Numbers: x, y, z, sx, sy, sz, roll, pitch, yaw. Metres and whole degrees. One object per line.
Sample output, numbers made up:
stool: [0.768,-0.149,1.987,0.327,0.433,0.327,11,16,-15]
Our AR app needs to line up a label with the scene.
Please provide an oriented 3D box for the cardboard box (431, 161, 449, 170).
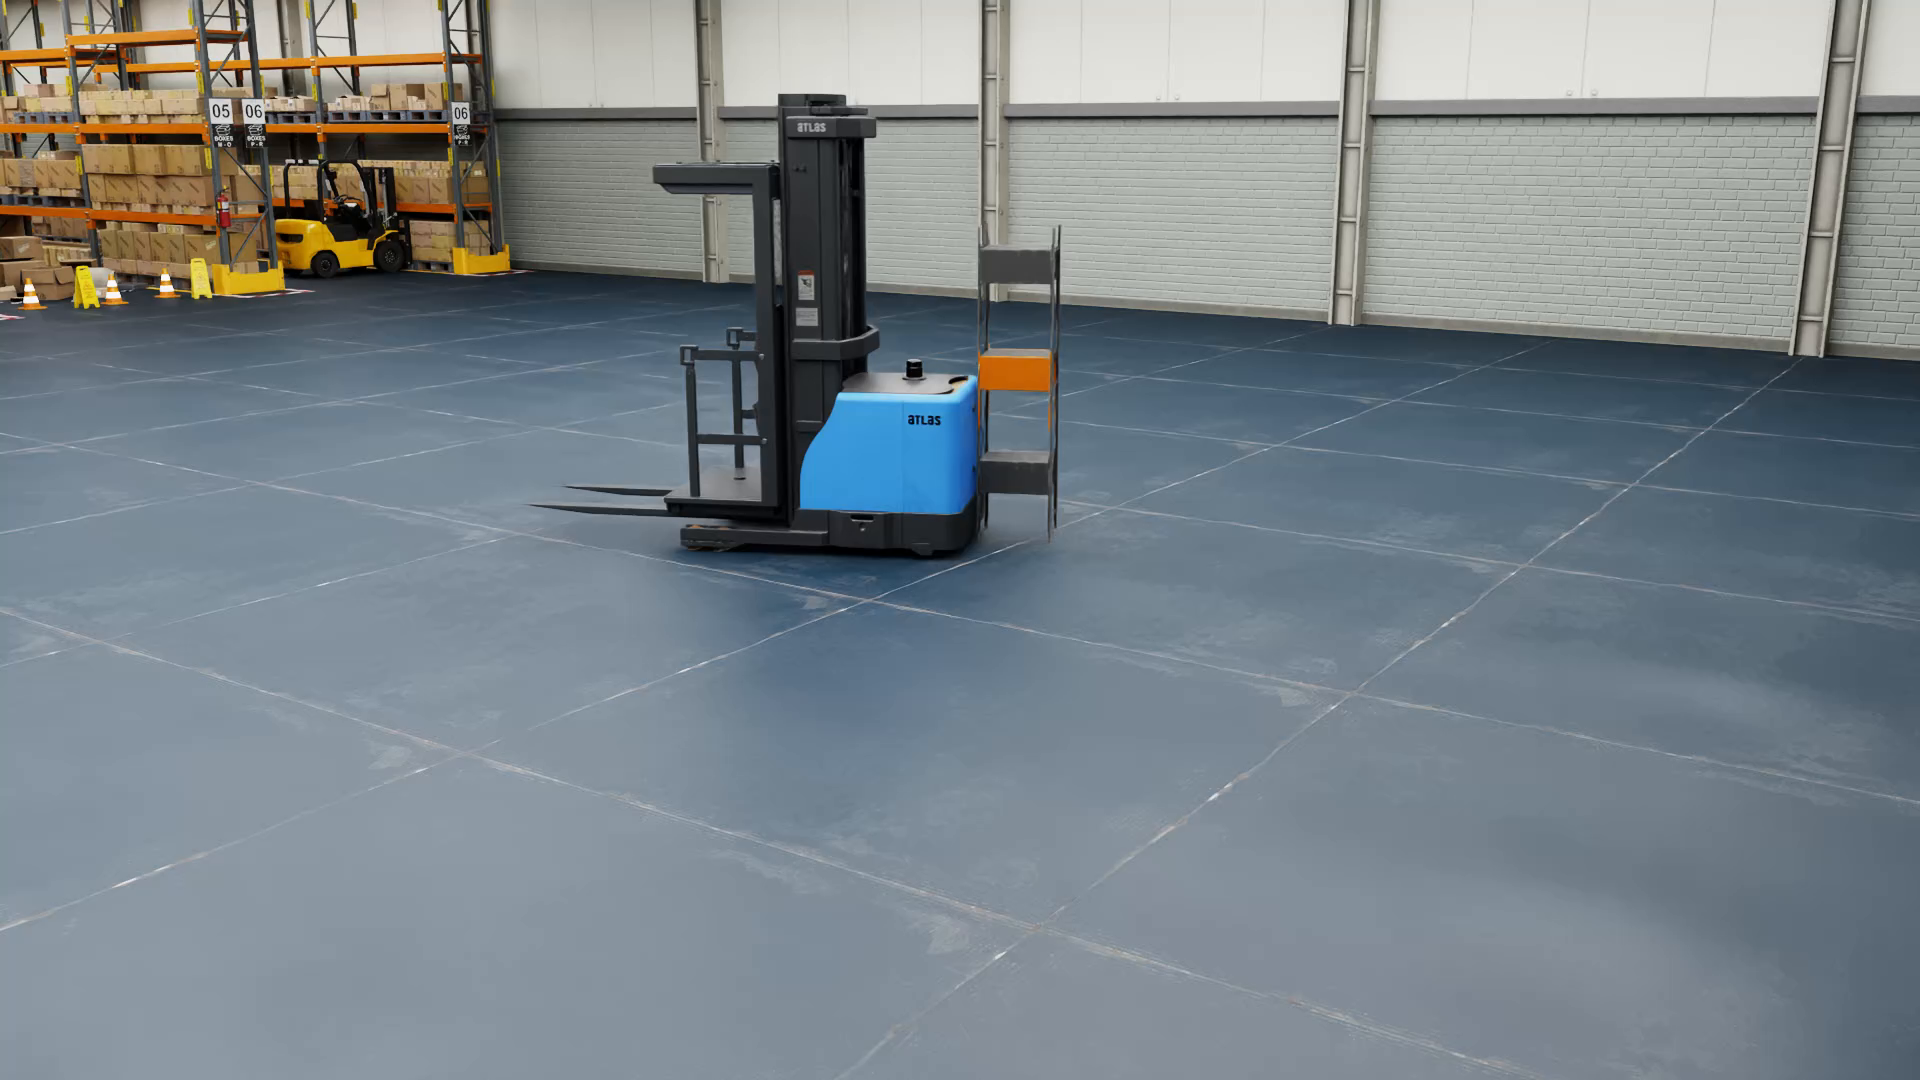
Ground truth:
cardboard box: [-9.981,-7.236,32.135,0.250,0.149,0.380,9,17,33]

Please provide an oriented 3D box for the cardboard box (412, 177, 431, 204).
cardboard box: [-10.324,-6.829,32.460,0.500,0.500,0.500,10,17,35]

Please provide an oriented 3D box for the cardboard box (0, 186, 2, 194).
cardboard box: [-18.166,-6.689,31.750,0.250,0.149,0.380,8,16,29]

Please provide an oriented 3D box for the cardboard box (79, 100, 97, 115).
cardboard box: [-15.218,-7.656,29.458,0.500,0.250,0.500,9,16,32]

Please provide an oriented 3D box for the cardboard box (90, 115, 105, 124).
cardboard box: [-15.124,-7.438,29.409,0.250,0.149,0.380,9,17,33]

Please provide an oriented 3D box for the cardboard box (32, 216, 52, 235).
cardboard box: [-22.166,-7.732,40.638,0.637,0.503,0.797,8,16,31]

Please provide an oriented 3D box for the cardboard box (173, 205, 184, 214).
cardboard box: [-13.244,-5.670,28.507,0.250,0.149,0.380,10,17,34]

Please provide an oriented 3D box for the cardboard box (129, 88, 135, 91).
cardboard box: [-18.771,-10.180,37.924,0.258,0.266,0.396,9,17,33]

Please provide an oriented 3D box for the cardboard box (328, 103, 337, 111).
cardboard box: [-12.460,-8.698,33.414,0.250,0.149,0.380,10,17,34]

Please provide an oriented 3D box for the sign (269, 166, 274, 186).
sign: [-11.808,-6.234,28.461,0.005,0.325,0.100,9,17,33]

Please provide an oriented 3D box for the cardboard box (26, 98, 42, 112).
cardboard box: [-16.835,-8.016,30.657,0.500,0.250,0.500,9,17,34]

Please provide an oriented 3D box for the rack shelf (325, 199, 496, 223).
rack shelf: [-11.003,-6.614,33.298,4.000,0.370,1.077,9,17,33]

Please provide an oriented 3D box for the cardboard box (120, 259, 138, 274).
cardboard box: [-14.642,-4.908,29.758,0.500,0.250,0.500,10,17,36]

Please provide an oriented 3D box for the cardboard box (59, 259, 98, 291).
cardboard box: [-15.300,-4.614,28.918,0.500,0.500,0.500,-4,14,-16]

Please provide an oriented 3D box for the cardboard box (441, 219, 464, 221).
cardboard box: [-10.054,-6.218,32.968,0.500,0.250,0.500,9,17,33]

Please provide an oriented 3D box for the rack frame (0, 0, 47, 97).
rack frame: [-22.620,-11.753,40.075,0.127,3.000,1.000,9,17,33]

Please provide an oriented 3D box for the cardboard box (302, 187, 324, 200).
cardboard box: [-13.227,-7.174,34.375,0.500,0.250,0.500,10,17,34]

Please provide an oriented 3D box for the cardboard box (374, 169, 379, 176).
cardboard box: [-11.499,-7.323,33.104,0.250,0.149,0.380,9,16,31]

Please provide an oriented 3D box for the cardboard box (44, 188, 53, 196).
cardboard box: [-16.667,-6.437,30.734,0.250,0.149,0.380,9,17,33]

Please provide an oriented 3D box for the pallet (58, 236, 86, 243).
pallet: [-20.887,-7.207,39.997,1.213,0.211,1.003,9,17,33]

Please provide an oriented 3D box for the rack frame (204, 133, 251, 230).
rack frame: [-15.982,-7.768,36.462,0.127,3.000,1.000,9,17,33]

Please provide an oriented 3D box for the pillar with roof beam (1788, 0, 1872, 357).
pillar with roof beam: [8.093,-5.804,16.041,0.400,9.000,9.100,9,17,33]

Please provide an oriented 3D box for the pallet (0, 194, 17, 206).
pallet: [-18.098,-6.611,32.185,1.003,0.211,1.213,9,17,33]

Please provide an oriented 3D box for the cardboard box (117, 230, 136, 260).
cardboard box: [-14.640,-5.272,29.667,0.500,0.500,0.500,10,17,35]

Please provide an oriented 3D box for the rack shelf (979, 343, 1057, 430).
rack shelf: [0.394,-1.036,11.195,0.480,0.518,0.431,2,14,9]

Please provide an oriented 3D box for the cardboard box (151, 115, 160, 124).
cardboard box: [-13.610,-7.209,28.482,0.250,0.149,0.380,9,16,31]

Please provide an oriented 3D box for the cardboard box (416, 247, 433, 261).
cardboard box: [-10.317,-5.633,32.685,0.500,0.250,0.500,9,17,33]

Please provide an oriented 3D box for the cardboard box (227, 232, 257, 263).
cardboard box: [-12.646,-5.105,28.990,0.500,0.500,0.500,9,16,31]

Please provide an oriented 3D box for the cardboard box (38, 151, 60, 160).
cardboard box: [-16.759,-7.092,30.679,0.250,0.149,0.380,8,16,30]

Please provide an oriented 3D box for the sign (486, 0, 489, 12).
sign: [-9.029,-10.248,31.719,0.005,0.325,0.100,9,17,33]

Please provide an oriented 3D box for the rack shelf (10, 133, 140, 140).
rack shelf: [-20.961,-9.680,39.438,4.000,0.370,1.077,9,17,33]

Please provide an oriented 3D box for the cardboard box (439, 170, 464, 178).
cardboard box: [-9.788,-7.049,32.000,0.250,0.149,0.380,9,17,34]

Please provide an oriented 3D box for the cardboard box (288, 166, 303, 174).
cardboard box: [-13.760,-7.680,34.547,0.250,0.149,0.380,9,16,31]

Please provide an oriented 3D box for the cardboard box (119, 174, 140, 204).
cardboard box: [-14.382,-6.187,29.249,0.500,0.500,0.500,9,17,32]

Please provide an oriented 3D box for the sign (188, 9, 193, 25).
sign: [-16.277,-11.063,35.177,0.005,0.325,0.100,9,17,33]

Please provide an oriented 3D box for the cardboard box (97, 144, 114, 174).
cardboard box: [-14.774,-6.745,29.420,0.500,0.500,0.700,9,17,33]

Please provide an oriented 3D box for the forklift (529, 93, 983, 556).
forklift: [-1.403,-1.466,11.146,3.031,2.935,1.130,2,14,9]

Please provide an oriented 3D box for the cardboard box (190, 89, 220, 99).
cardboard box: [-12.556,-7.413,27.647,0.250,0.149,0.380,9,17,33]

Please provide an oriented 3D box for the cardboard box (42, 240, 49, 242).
cardboard box: [-18.286,-5.629,32.413,0.625,0.372,0.950,8,16,29]

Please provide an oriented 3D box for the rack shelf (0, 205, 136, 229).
rack shelf: [-17.090,-6.161,31.465,4.000,0.370,1.077,9,17,33]

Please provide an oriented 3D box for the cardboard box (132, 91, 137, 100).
cardboard box: [-14.015,-7.663,28.660,0.250,0.149,0.380,10,17,34]

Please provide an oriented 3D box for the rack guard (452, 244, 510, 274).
rack guard: [-9.324,-5.479,32.415,0.348,0.500,1.175,9,17,33]

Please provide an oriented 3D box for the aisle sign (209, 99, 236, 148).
aisle sign: [-12.221,-6.901,27.548,0.004,0.787,0.394,9,17,33]

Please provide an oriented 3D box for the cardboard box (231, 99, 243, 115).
cardboard box: [-12.380,-7.353,28.237,0.500,0.250,0.500,9,16,32]

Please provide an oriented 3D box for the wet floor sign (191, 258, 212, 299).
wet floor sign: [-12.551,-4.324,27.446,0.267,0.644,0.232,-10,17,-35]

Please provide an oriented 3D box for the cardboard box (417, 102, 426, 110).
cardboard box: [-10.201,-8.332,31.939,0.250,0.149,0.380,9,16,31]

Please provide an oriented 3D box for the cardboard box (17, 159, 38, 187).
cardboard box: [-17.214,-6.861,31.097,0.500,0.500,0.500,8,16,31]

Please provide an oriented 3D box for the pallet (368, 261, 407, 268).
pallet: [-12.026,-5.763,34.165,1.213,0.211,1.003,9,17,33]

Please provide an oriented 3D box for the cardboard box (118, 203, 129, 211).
cardboard box: [-14.686,-5.920,29.520,0.250,0.149,0.380,10,17,35]

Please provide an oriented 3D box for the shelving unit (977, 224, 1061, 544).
shelving unit: [0.394,-1.049,11.191,0.503,2.100,0.431,2,14,9]

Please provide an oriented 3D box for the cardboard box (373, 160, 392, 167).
cardboard box: [-11.451,-7.481,33.123,0.250,0.149,0.380,9,17,33]

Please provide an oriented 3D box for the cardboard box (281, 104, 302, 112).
cardboard box: [-13.745,-8.905,34.253,0.250,0.149,0.380,9,17,33]
